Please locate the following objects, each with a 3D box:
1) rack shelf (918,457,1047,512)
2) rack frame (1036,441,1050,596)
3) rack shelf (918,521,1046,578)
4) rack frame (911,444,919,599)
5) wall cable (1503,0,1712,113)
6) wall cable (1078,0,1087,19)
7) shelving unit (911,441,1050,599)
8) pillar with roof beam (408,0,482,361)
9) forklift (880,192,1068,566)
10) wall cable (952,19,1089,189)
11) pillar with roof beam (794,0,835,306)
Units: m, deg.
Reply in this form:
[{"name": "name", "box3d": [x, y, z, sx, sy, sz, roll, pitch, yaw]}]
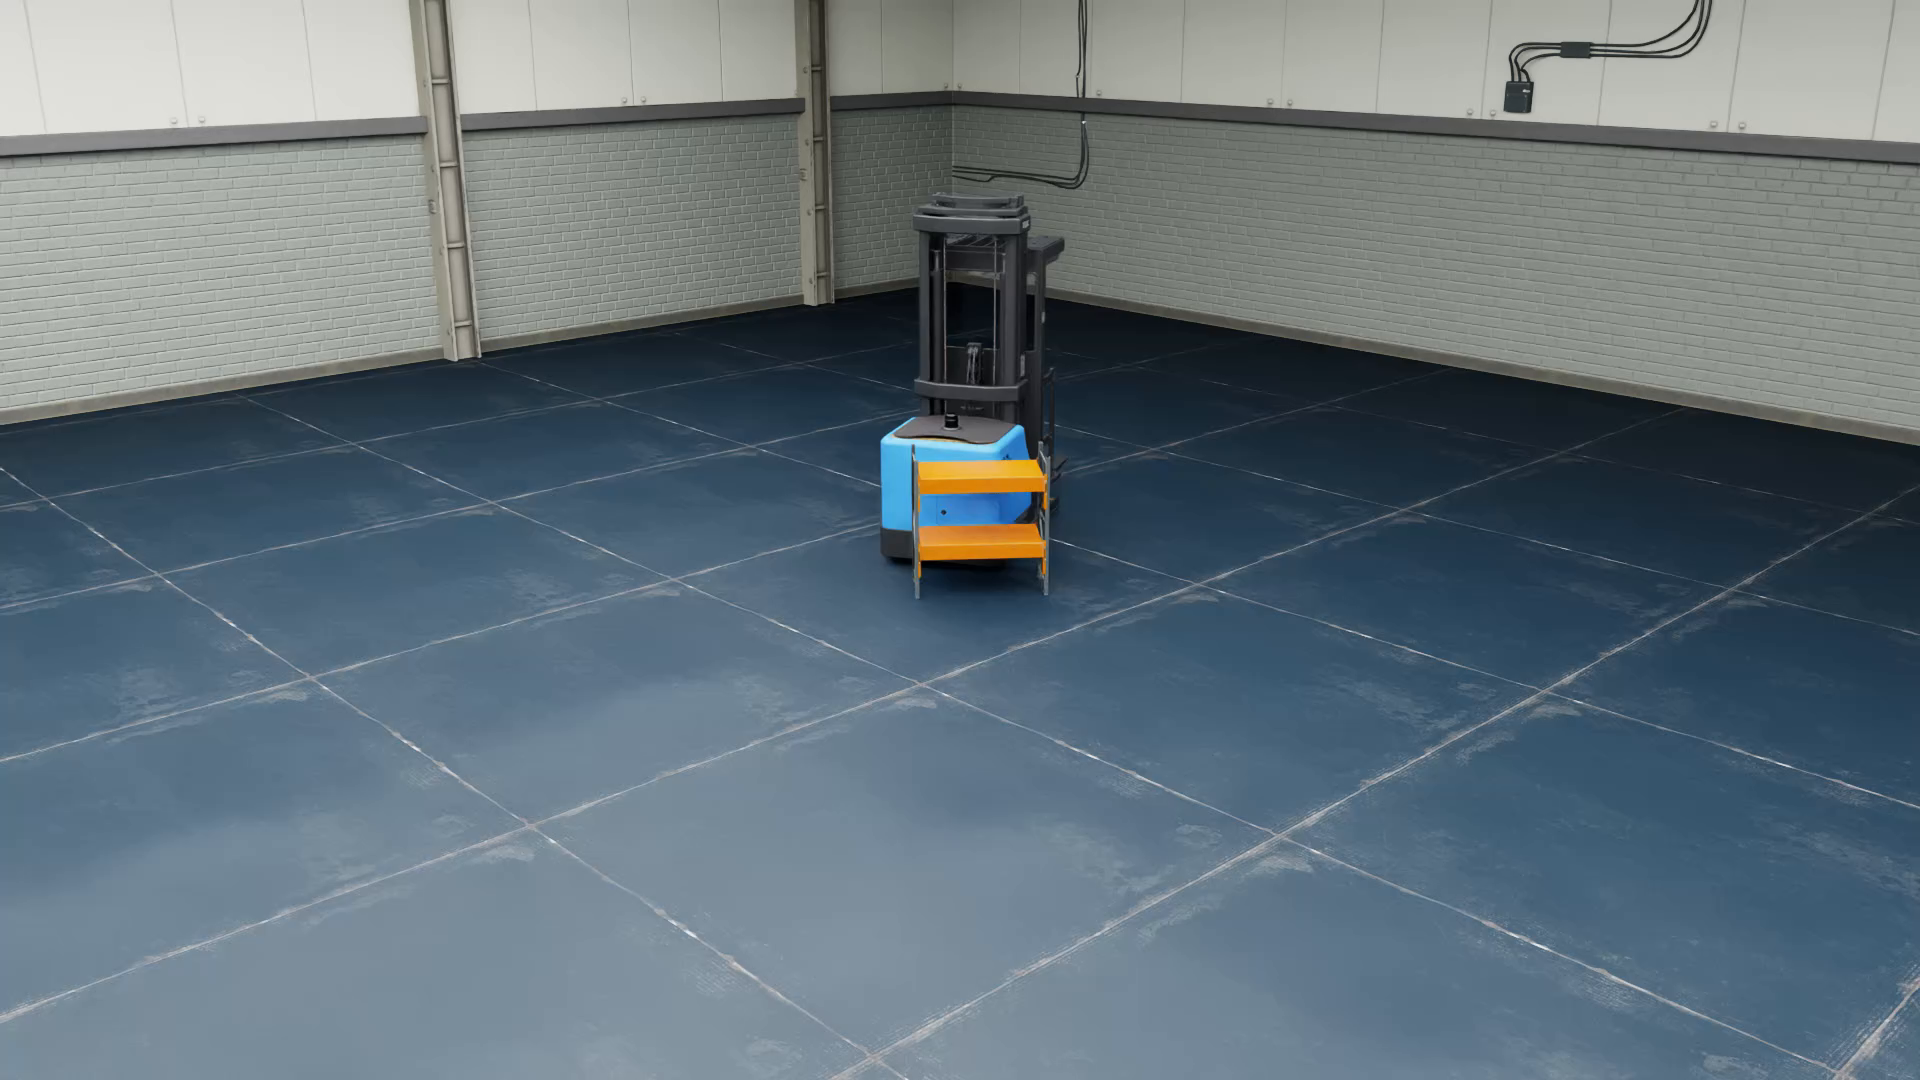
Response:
[{"name": "rack shelf", "box3d": [0.153, -0.440, 13.065, 1.000, 0.278, 0.538, -1, 18, -4]}, {"name": "rack frame", "box3d": [0.660, -0.174, 13.194, 0.032, 1.125, 0.500, -1, 18, -4]}, {"name": "rack shelf", "box3d": [0.153, 0.071, 13.232, 1.000, 0.278, 0.538, -1, 18, -4]}, {"name": "rack frame", "box3d": [-0.354, -0.149, 13.118, 0.032, 1.125, 0.500, -1, 18, -4]}, {"name": "wall cable", "box3d": [7.368, -7.772, 18.350, 0.169, 6.003, 2.305, -16, 24, -41]}, {"name": "wall cable", "box3d": [2.715, -8.604, 23.277, 0.112, 2.526, 3.097, -16, 24, -41]}, {"name": "shelving unit", "box3d": [0.153, -0.162, 13.156, 1.048, 1.125, 0.538, -1, 18, -4]}, {"name": "pillar with roof beam", "box3d": [-3.594, -5.721, 17.538, 0.400, 9.000, 9.100, -16, 24, -41]}, {"name": "forklift", "box3d": [0.272, -1.595, 14.651, 1.130, 2.935, 3.031, 6, 19, 17]}, {"name": "wall cable", "box3d": [0.857, -6.808, 25.925, 0.112, 2.526, 3.097, -16, 24, -41]}, {"name": "pillar with roof beam", "box3d": [0.765, -6.992, 21.460, 0.400, 9.000, 9.100, -16, 24, -41]}]
